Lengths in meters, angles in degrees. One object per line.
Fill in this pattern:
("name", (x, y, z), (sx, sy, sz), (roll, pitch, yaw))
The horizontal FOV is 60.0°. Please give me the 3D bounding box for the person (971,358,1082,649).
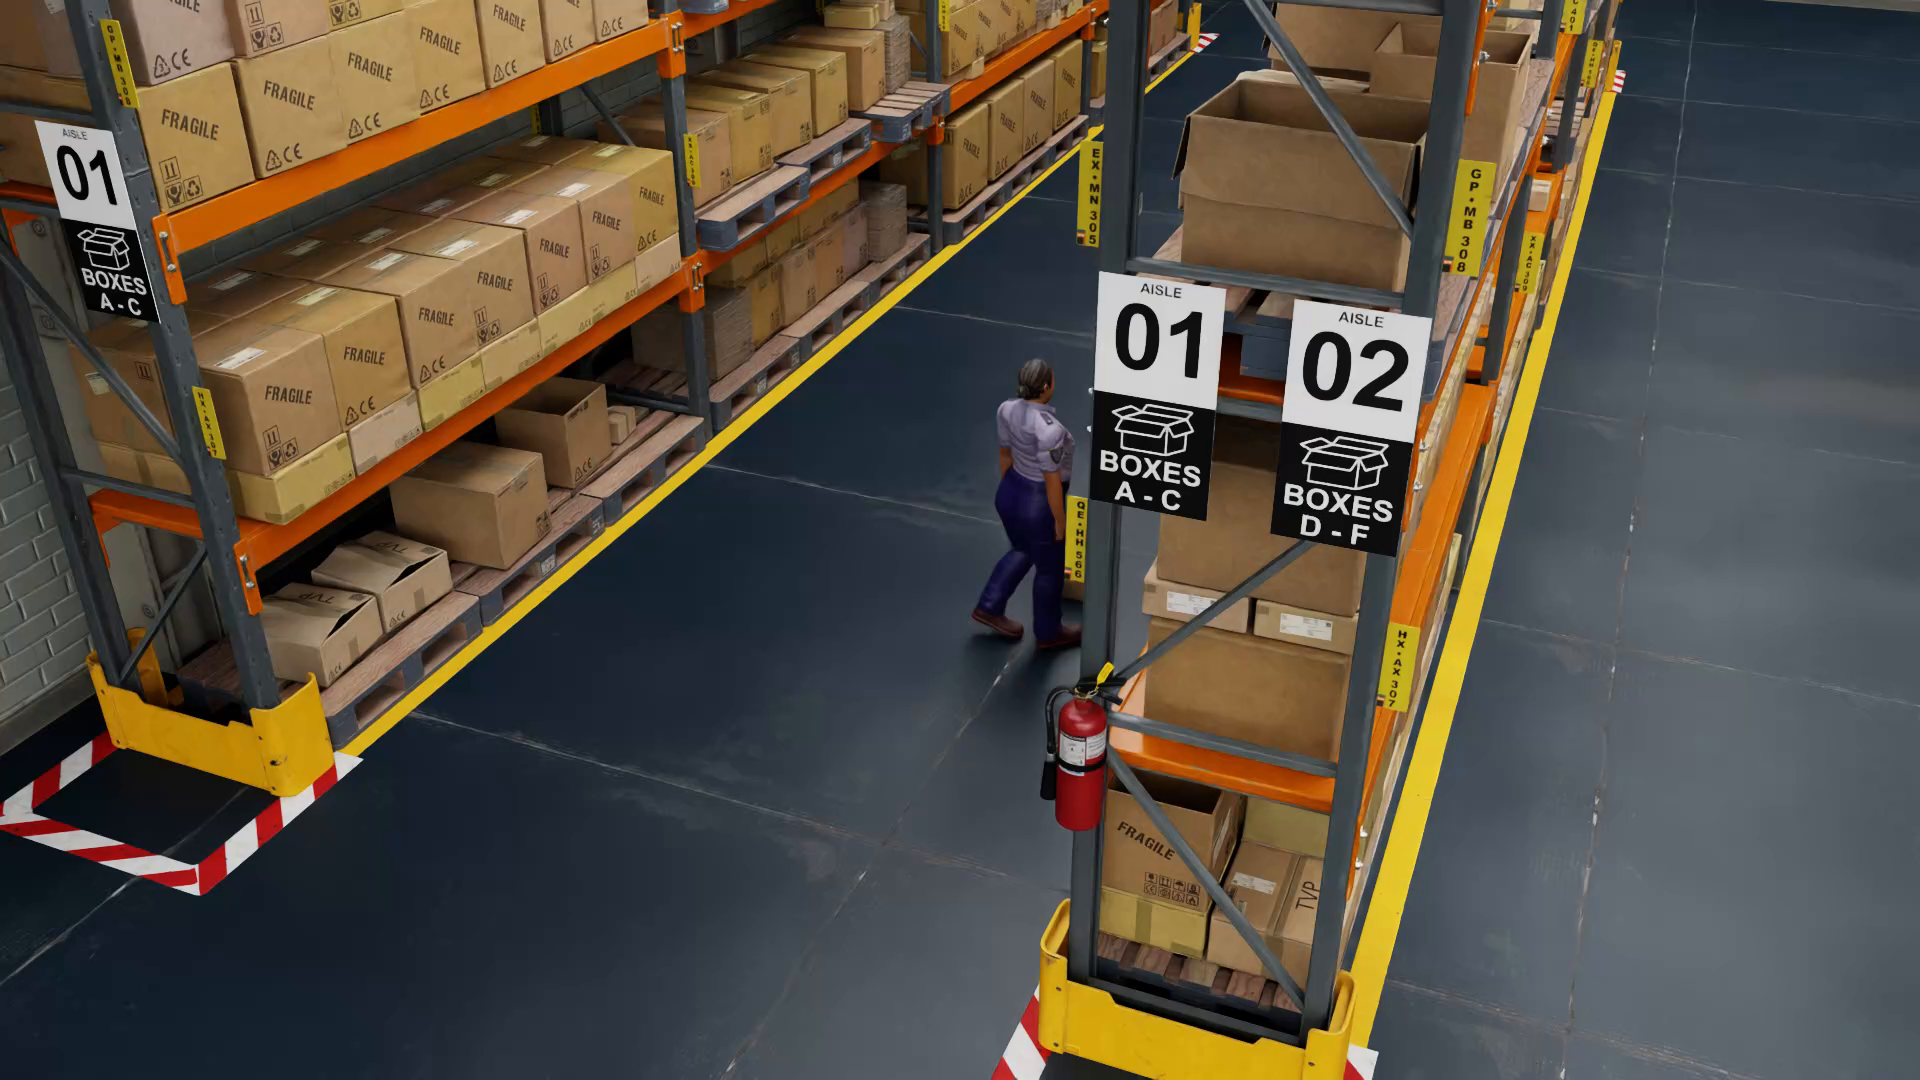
("person", (0.389, -0.186, 8.707), (0.515, 1.641, 0.483), (-18, 34, -28))
